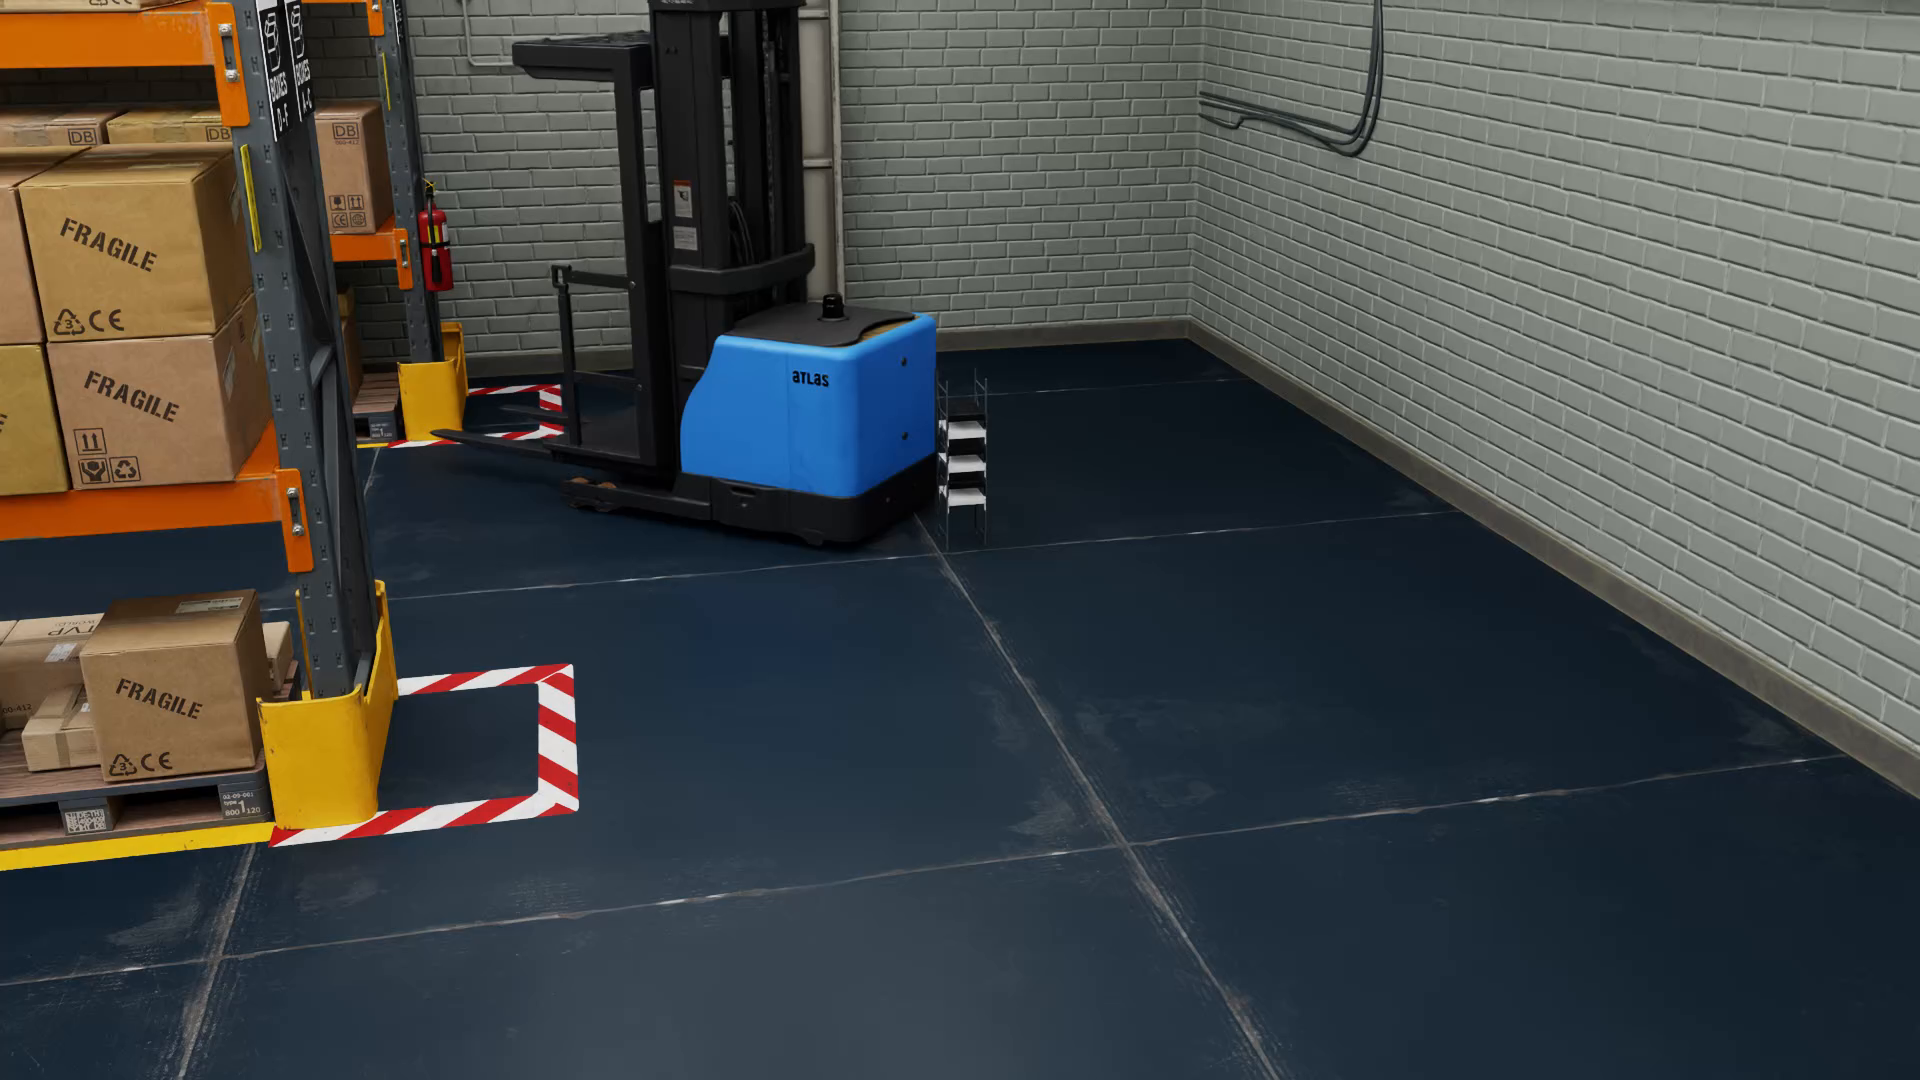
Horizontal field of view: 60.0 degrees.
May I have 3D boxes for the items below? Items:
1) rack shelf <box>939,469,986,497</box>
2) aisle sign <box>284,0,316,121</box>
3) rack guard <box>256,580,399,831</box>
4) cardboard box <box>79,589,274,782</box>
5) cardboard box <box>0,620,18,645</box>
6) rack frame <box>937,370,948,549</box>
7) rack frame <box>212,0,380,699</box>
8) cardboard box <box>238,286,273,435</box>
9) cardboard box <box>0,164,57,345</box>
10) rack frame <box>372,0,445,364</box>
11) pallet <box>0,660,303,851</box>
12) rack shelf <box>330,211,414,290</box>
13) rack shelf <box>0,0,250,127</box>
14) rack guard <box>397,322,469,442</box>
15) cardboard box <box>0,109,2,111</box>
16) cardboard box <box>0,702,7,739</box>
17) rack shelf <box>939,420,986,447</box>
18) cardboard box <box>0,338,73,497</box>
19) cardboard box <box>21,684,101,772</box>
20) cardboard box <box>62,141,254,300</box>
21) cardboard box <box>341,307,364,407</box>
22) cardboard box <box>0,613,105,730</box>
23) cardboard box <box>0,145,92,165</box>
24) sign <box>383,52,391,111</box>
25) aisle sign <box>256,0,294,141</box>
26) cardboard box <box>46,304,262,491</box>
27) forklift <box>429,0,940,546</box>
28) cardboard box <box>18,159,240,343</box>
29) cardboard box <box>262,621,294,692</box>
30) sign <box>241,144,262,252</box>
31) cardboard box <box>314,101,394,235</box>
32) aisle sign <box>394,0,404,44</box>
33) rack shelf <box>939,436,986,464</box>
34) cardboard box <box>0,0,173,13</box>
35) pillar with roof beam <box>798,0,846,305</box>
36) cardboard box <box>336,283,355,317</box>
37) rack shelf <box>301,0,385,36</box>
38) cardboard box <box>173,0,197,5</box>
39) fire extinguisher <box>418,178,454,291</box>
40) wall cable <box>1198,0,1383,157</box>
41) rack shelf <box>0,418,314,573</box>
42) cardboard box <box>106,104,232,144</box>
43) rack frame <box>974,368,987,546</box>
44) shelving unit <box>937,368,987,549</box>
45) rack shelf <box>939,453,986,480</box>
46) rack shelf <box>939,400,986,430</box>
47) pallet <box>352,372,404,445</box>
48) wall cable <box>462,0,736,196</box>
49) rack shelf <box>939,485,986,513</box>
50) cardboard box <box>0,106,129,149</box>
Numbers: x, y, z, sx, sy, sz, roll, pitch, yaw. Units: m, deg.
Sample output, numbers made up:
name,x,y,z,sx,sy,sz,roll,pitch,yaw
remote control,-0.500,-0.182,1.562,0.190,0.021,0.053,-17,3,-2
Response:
name,x,y,z,sx,sy,sz,roll,pitch,yaw
rack shelf,0.008,-0.307,8.704,0.200,0.077,0.258,-5,21,-12
aisle sign,-2.350,-1.900,5.861,0.004,0.787,0.394,-5,21,-12
rack guard,-2.423,0.604,6.438,0.348,0.500,1.175,-5,21,-12
cardboard box,-2.822,0.517,6.036,0.500,0.500,0.500,-5,21,-12
cardboard box,-3.917,0.536,6.348,0.500,0.250,0.500,-5,21,-12
rack frame,-0.091,-0.415,8.640,0.006,0.900,0.240,-5,21,-12
rack frame,-2.349,-0.575,6.025,0.127,3.000,1.000,-5,21,-12
cardboard box,-2.842,-0.676,6.153,0.500,0.500,0.500,-4,21,-11
cardboard box,-3.210,-0.924,5.378,0.500,0.500,0.500,-4,21,-11
rack frame,-3.493,-2.233,10.550,0.127,3.000,1.000,-5,21,-12
pallet,-3.199,0.803,6.315,1.213,0.211,1.003,-5,21,-12
rack shelf,-5.439,-1.737,10.242,4.000,0.370,1.077,-5,21,-12
rack shelf,-4.295,-1.488,5.200,4.000,0.370,1.077,-5,21,-12
rack guard,-3.469,-1.062,10.986,0.348,0.500,1.175,-5,21,-12
cardboard box,-6.142,-2.151,9.890,0.700,0.700,0.980,-5,21,-14
cardboard box,-3.753,0.700,5.902,0.500,0.250,0.500,-5,21,-12
rack shelf,0.008,-0.561,8.611,0.200,0.077,0.258,-5,21,-12
cardboard box,-3.226,-0.454,5.547,0.500,0.500,0.500,-4,21,-12
cardboard box,-3.236,0.676,6.088,0.250,0.166,0.380,-5,21,-12
cardboard box,-2.842,-1.145,5.981,0.500,0.500,0.500,-4,20,-11
cardboard box,-4.151,-1.168,10.666,0.500,0.500,0.700,-5,21,-12
cardboard box,-3.430,0.497,6.456,0.500,0.250,0.500,-5,21,-12
cardboard box,-3.349,-1.101,5.861,0.500,0.500,0.500,-4,21,-12
sign,-3.381,-2.706,9.812,0.005,0.325,0.100,-5,21,-12
aisle sign,-2.212,-1.699,5.312,0.004,0.787,0.394,-5,21,-12
cardboard box,-2.722,-0.496,5.662,0.500,0.500,0.500,-4,20,-11
forklift,-1.667,-1.678,9.135,3.031,2.935,1.130,10,22,25
cardboard box,-2.719,-0.965,5.488,0.500,0.500,0.500,-5,21,-13
cardboard box,-2.836,0.475,6.663,0.250,0.149,0.380,-5,21,-12
sign,-2.241,-1.080,5.260,0.005,0.325,0.100,-5,21,-12
cardboard box,-3.987,-2.330,10.380,0.700,0.700,0.980,-4,20,-10
aisle sign,-3.354,-3.359,9.845,0.004,0.787,0.394,-5,21,-12
rack shelf,0.008,-0.476,8.642,0.200,0.077,0.258,-5,21,-12
cardboard box,-2.788,-1.785,5.183,0.500,0.250,0.500,-5,21,-12
pillar with roof beam,-0.073,-4.113,6.959,0.400,9.000,9.100,-5,21,-12
cardboard box,-4.075,-1.549,10.764,0.250,0.149,0.380,-5,21,-12
rack shelf,-5.439,-3.146,9.726,4.000,0.370,1.077,-5,21,-12
cardboard box,-2.907,-1.958,5.656,0.500,0.250,0.500,-5,21,-12
fire extinguisher,-3.240,-1.879,10.239,0.183,0.674,0.296,-5,21,-12
wall cable,2.094,-3.920,10.948,0.112,2.526,3.097,-5,21,-12
rack shelf,-4.295,-0.079,5.716,4.000,0.370,1.077,-5,21,-12
cardboard box,-4.692,-2.269,10.212,0.700,0.700,0.980,-5,21,-13
rack frame,0.107,-0.431,8.684,0.006,0.900,0.240,-5,21,-12
shelving unit,0.008,-0.423,8.662,0.210,0.900,0.258,-5,21,-12
rack shelf,0.008,-0.392,8.673,0.200,0.077,0.258,-5,21,-12
rack shelf,0.008,-0.645,8.580,0.200,0.077,0.258,-5,21,-12
pallet,-4.253,-0.834,10.786,1.213,0.211,1.003,-5,21,-12
wall cable,-2.464,-3.128,11.517,1.851,1.984,0.084,-5,21,-12
rack shelf,0.008,-0.223,8.735,0.200,0.077,0.258,-5,21,-12
cardboard box,-5.436,-2.212,10.056,0.700,0.700,0.980,-6,21,-15
